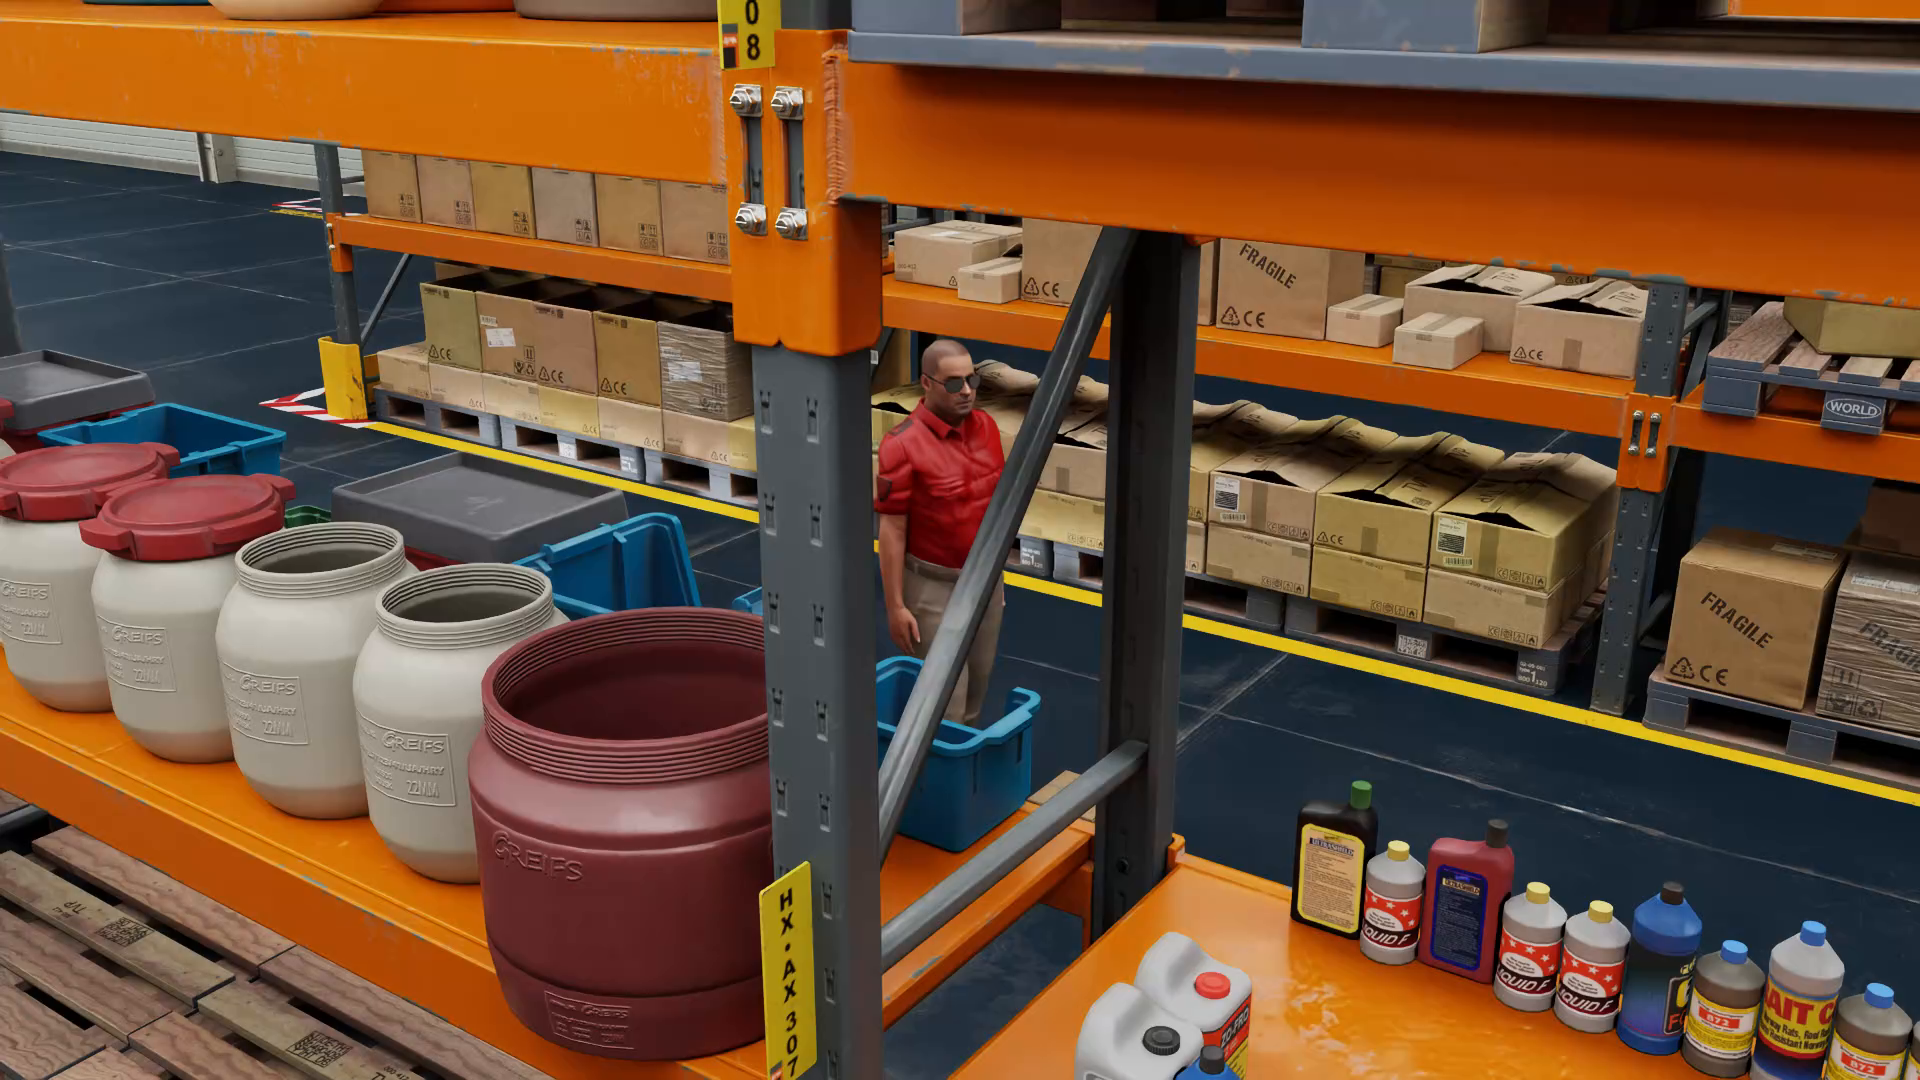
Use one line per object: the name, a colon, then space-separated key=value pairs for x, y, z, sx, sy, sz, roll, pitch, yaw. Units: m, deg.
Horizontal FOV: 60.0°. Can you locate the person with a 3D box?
person: x=0.044 y=0.198 z=5.527 sx=0.616 sy=1.719 sz=0.541 roll=18 pitch=27 yaw=41
